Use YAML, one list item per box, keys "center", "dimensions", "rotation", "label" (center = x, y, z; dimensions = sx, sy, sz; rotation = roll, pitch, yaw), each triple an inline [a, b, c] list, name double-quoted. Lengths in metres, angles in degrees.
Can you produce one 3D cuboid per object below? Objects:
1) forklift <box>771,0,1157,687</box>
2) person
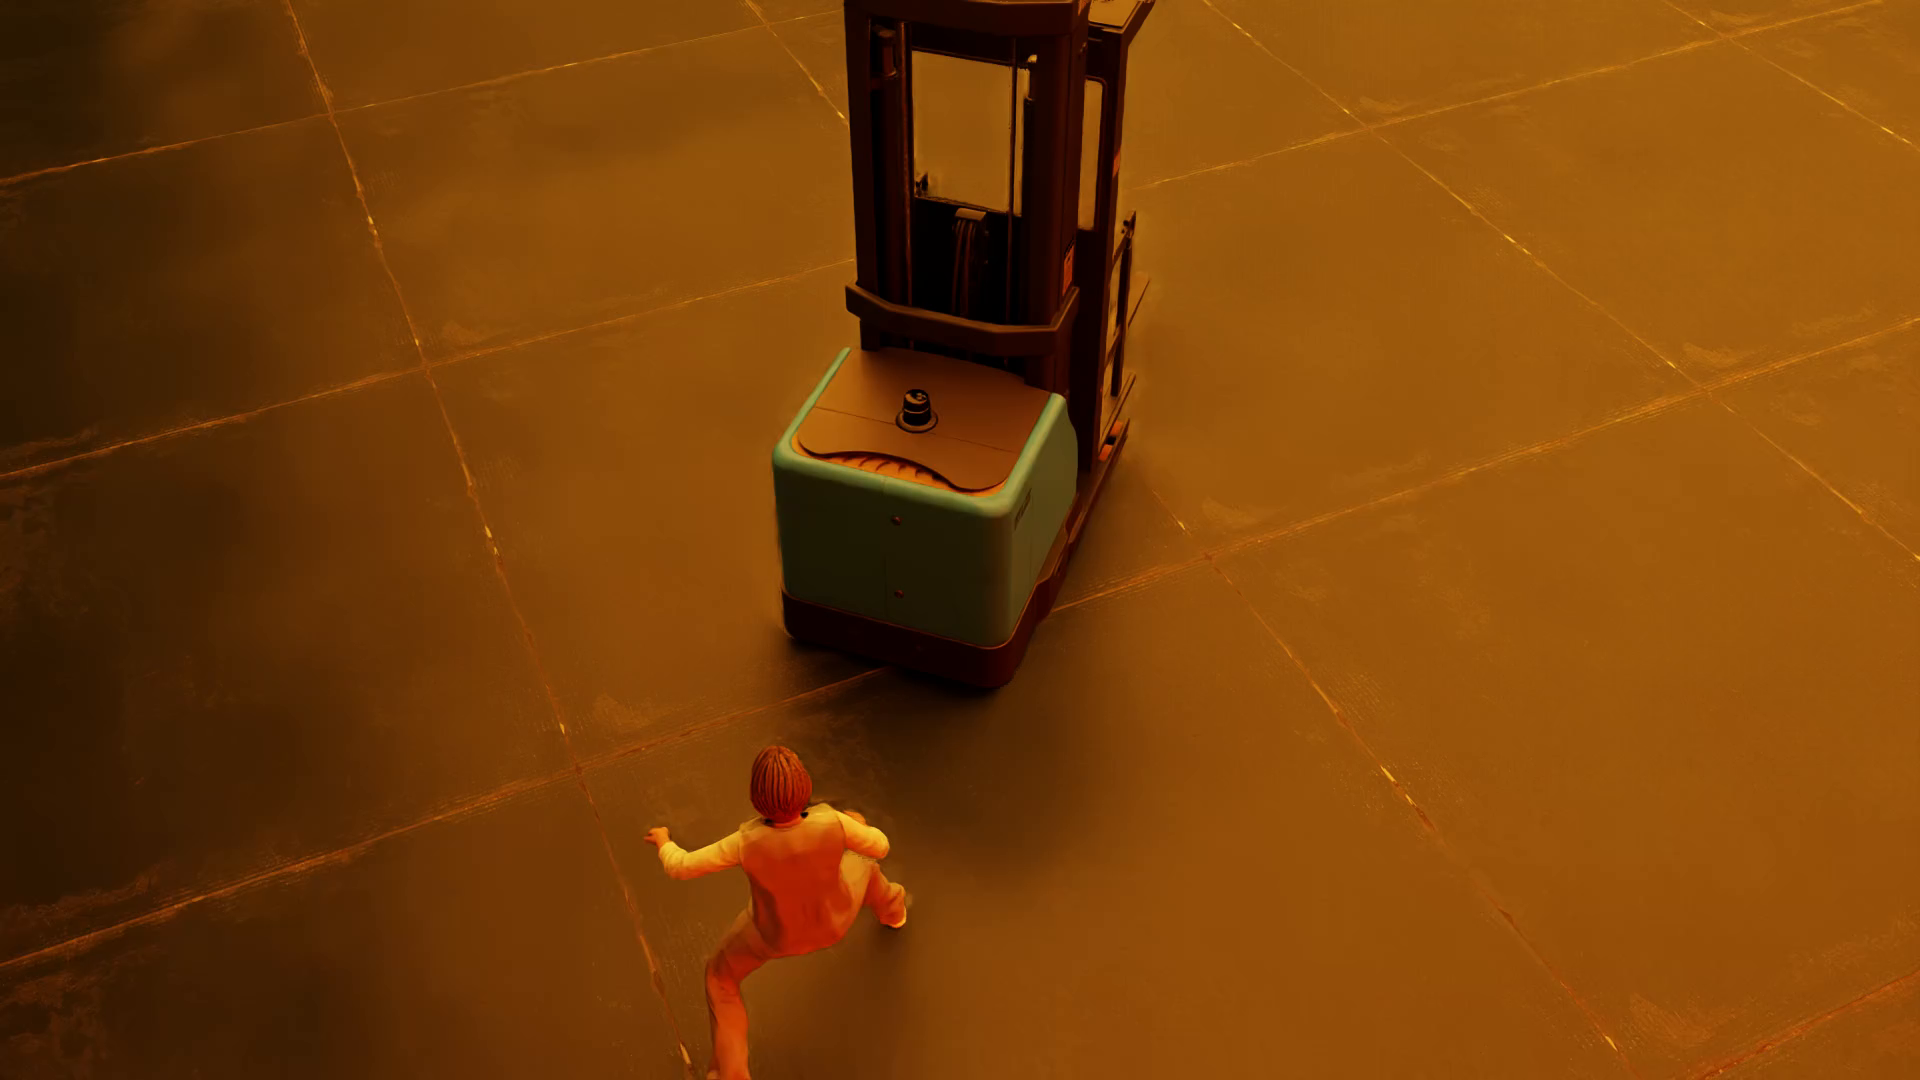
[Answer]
- center: [0.201, -1.466, 7.251]
  dimensions: [1.130, 2.935, 3.031]
  rotation: [14, 45, 14]
  label: "forklift"
- center: [-0.597, 1.159, 5.577]
  dimensions: [0.941, 1.431, 0.882]
  rotation: [-10, 44, -11]
  label: "person"
